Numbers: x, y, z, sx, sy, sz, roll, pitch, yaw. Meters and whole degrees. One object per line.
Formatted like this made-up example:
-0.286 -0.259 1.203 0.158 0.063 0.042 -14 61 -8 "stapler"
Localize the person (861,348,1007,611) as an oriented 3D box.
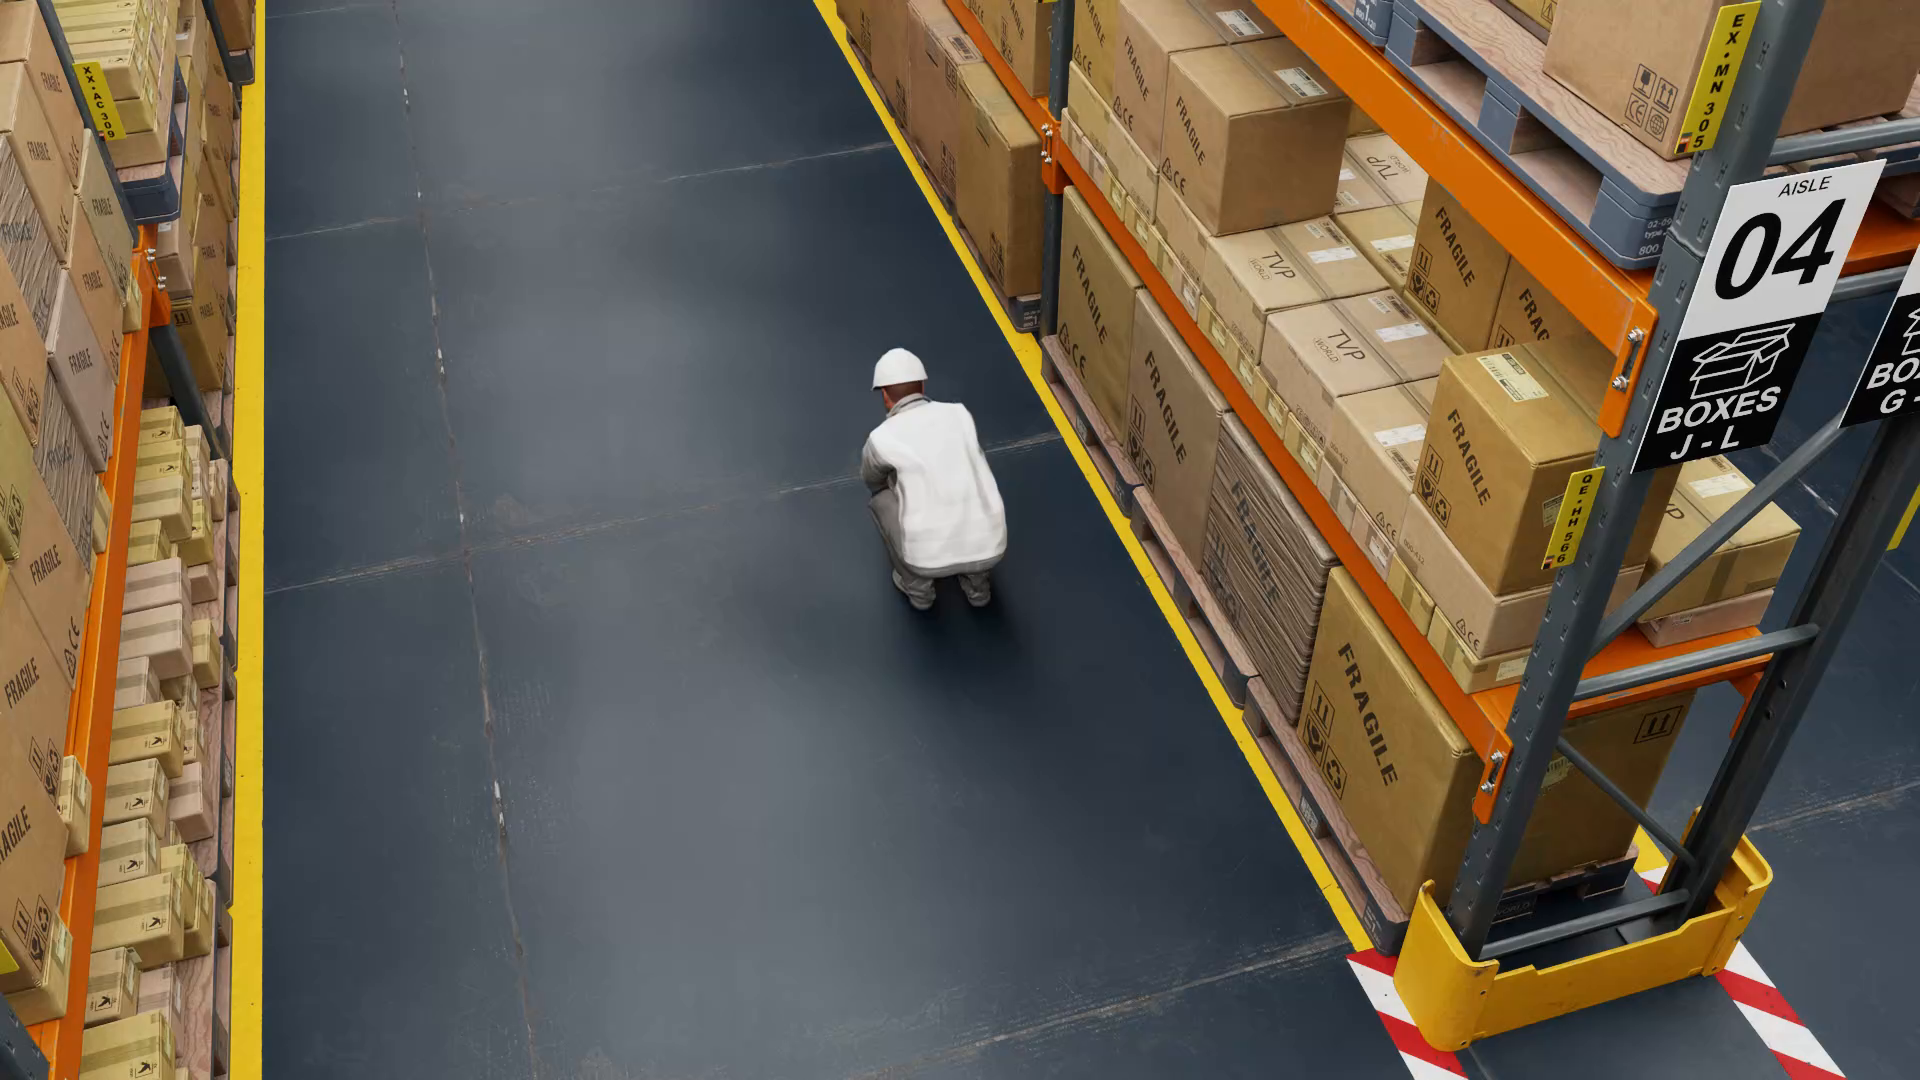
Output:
-0.122 -0.225 6.969 0.534 1.011 0.855 -12 43 -13 "person"
